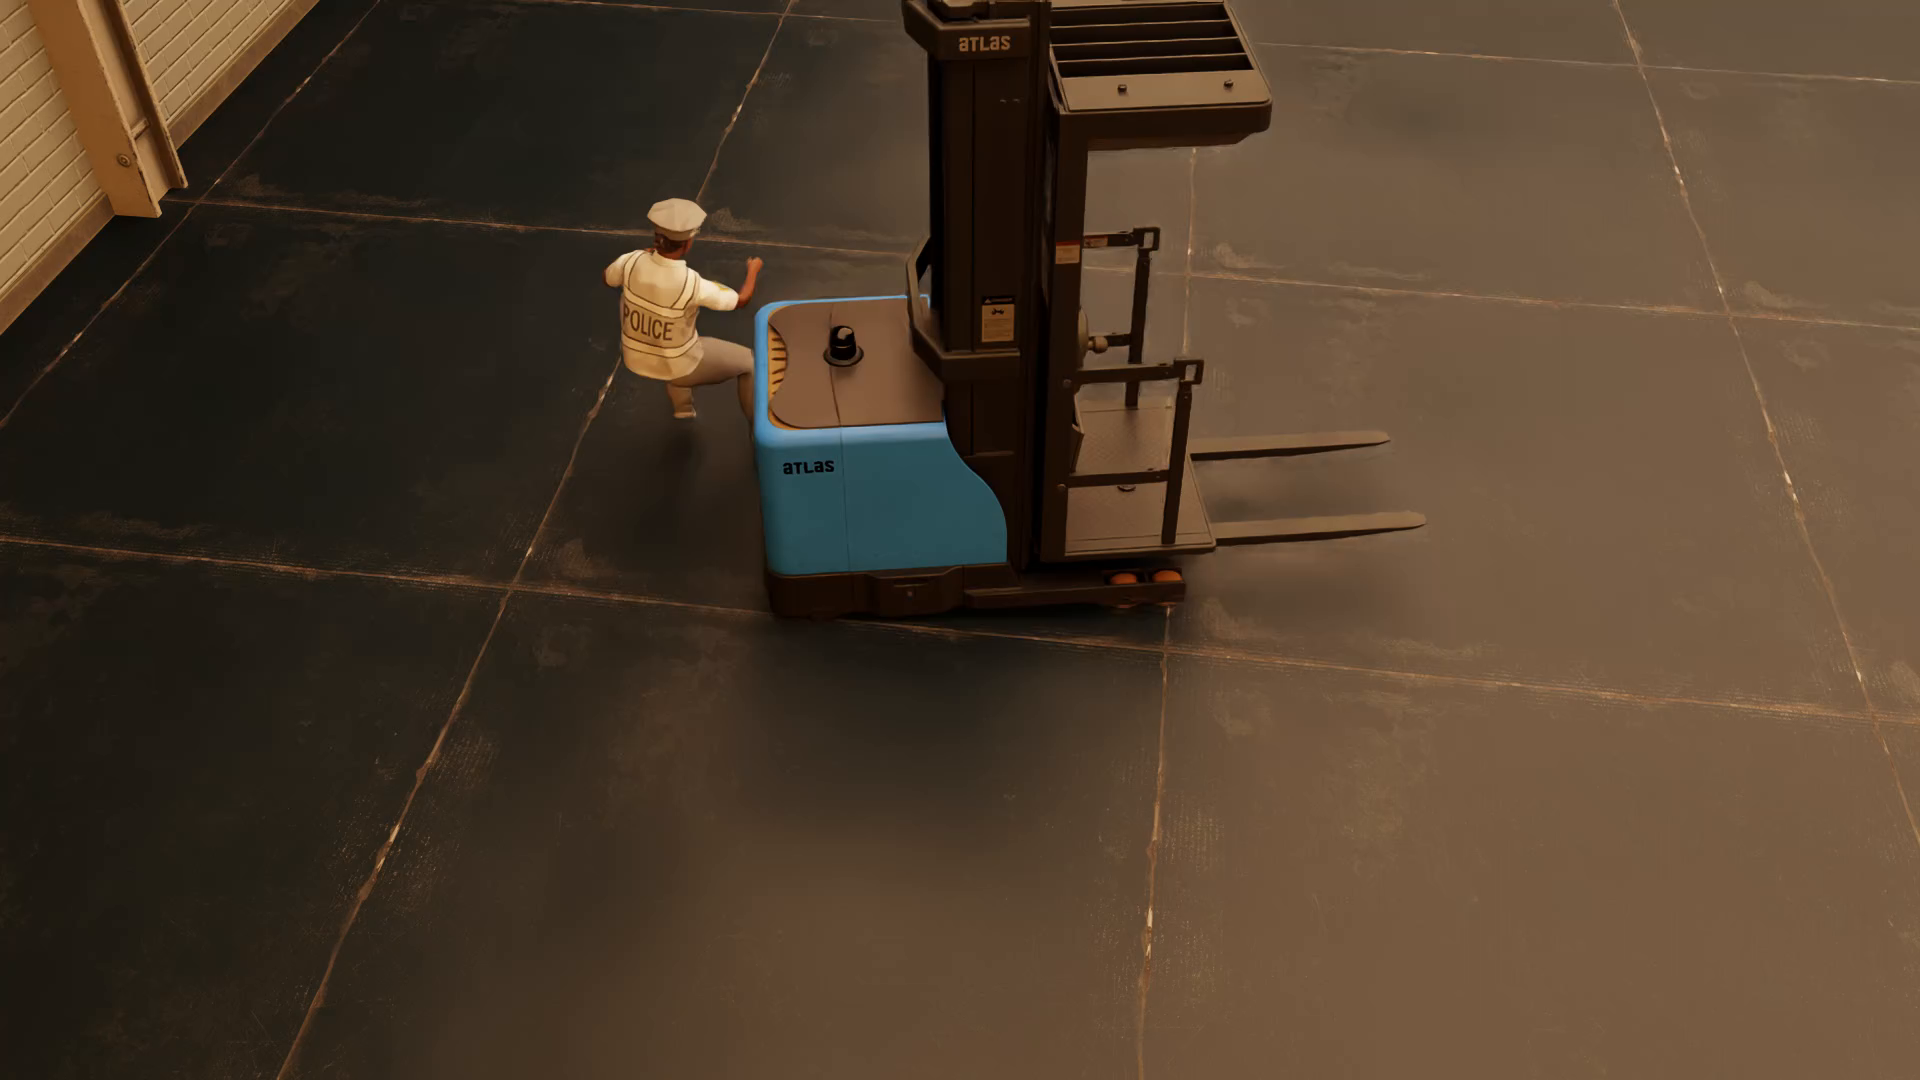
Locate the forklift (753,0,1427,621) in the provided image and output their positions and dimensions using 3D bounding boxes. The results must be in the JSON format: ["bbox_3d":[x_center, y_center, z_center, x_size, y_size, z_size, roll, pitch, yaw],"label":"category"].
[{"bbox_3d":[0.610,-1.124,6.948,3.031,2.935,1.130,-3,43,-4],"label":"forklift"}]

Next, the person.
[{"bbox_3d":[-1.263,-1.026,7.973,0.778,1.459,0.743,12,44,13],"label":"person"}]
